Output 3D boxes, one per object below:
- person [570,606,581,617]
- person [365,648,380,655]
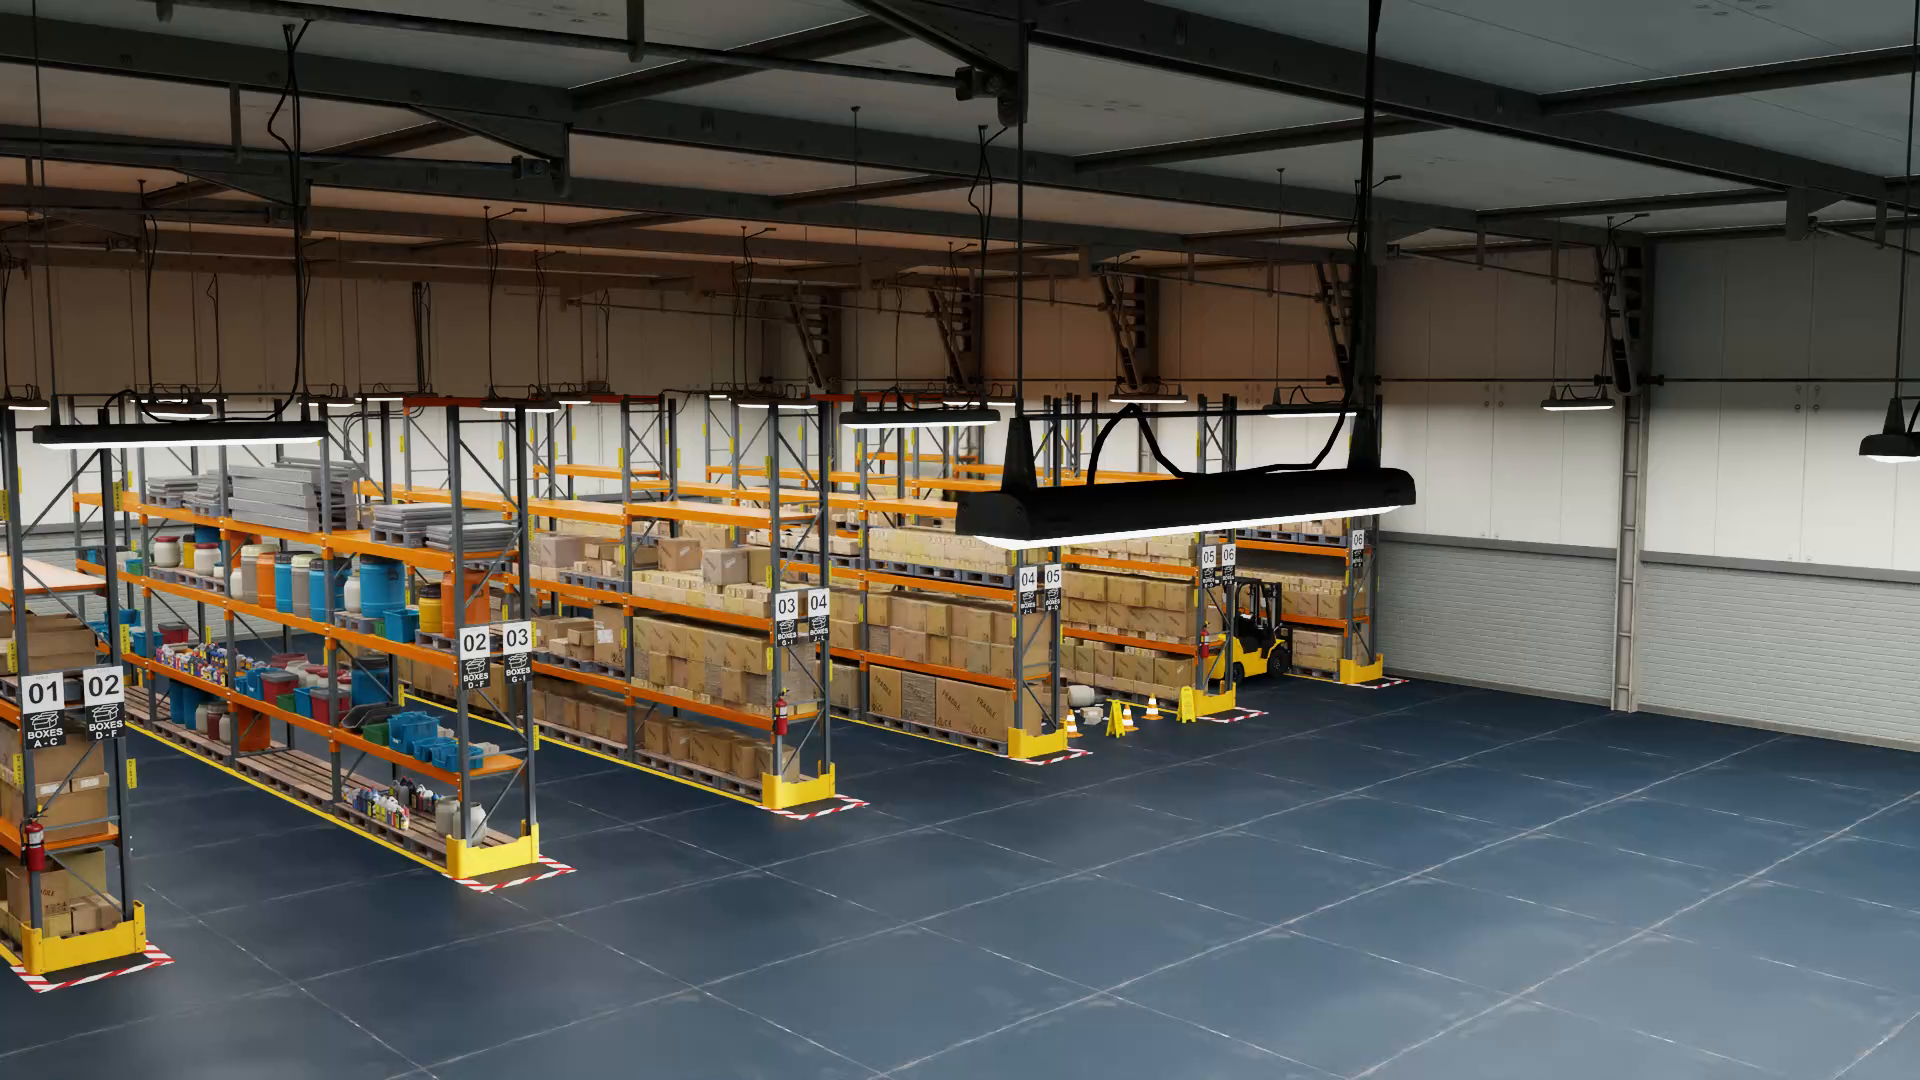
[{"bbox_3d":[-9.532,1.554,41.238,0.513,1.597,0.630,5,7,42],"label":"person"},{"bbox_3d":[-10.147,2.676,28.875,0.914,1.703,0.604,4,7,37],"label":"person"}]
